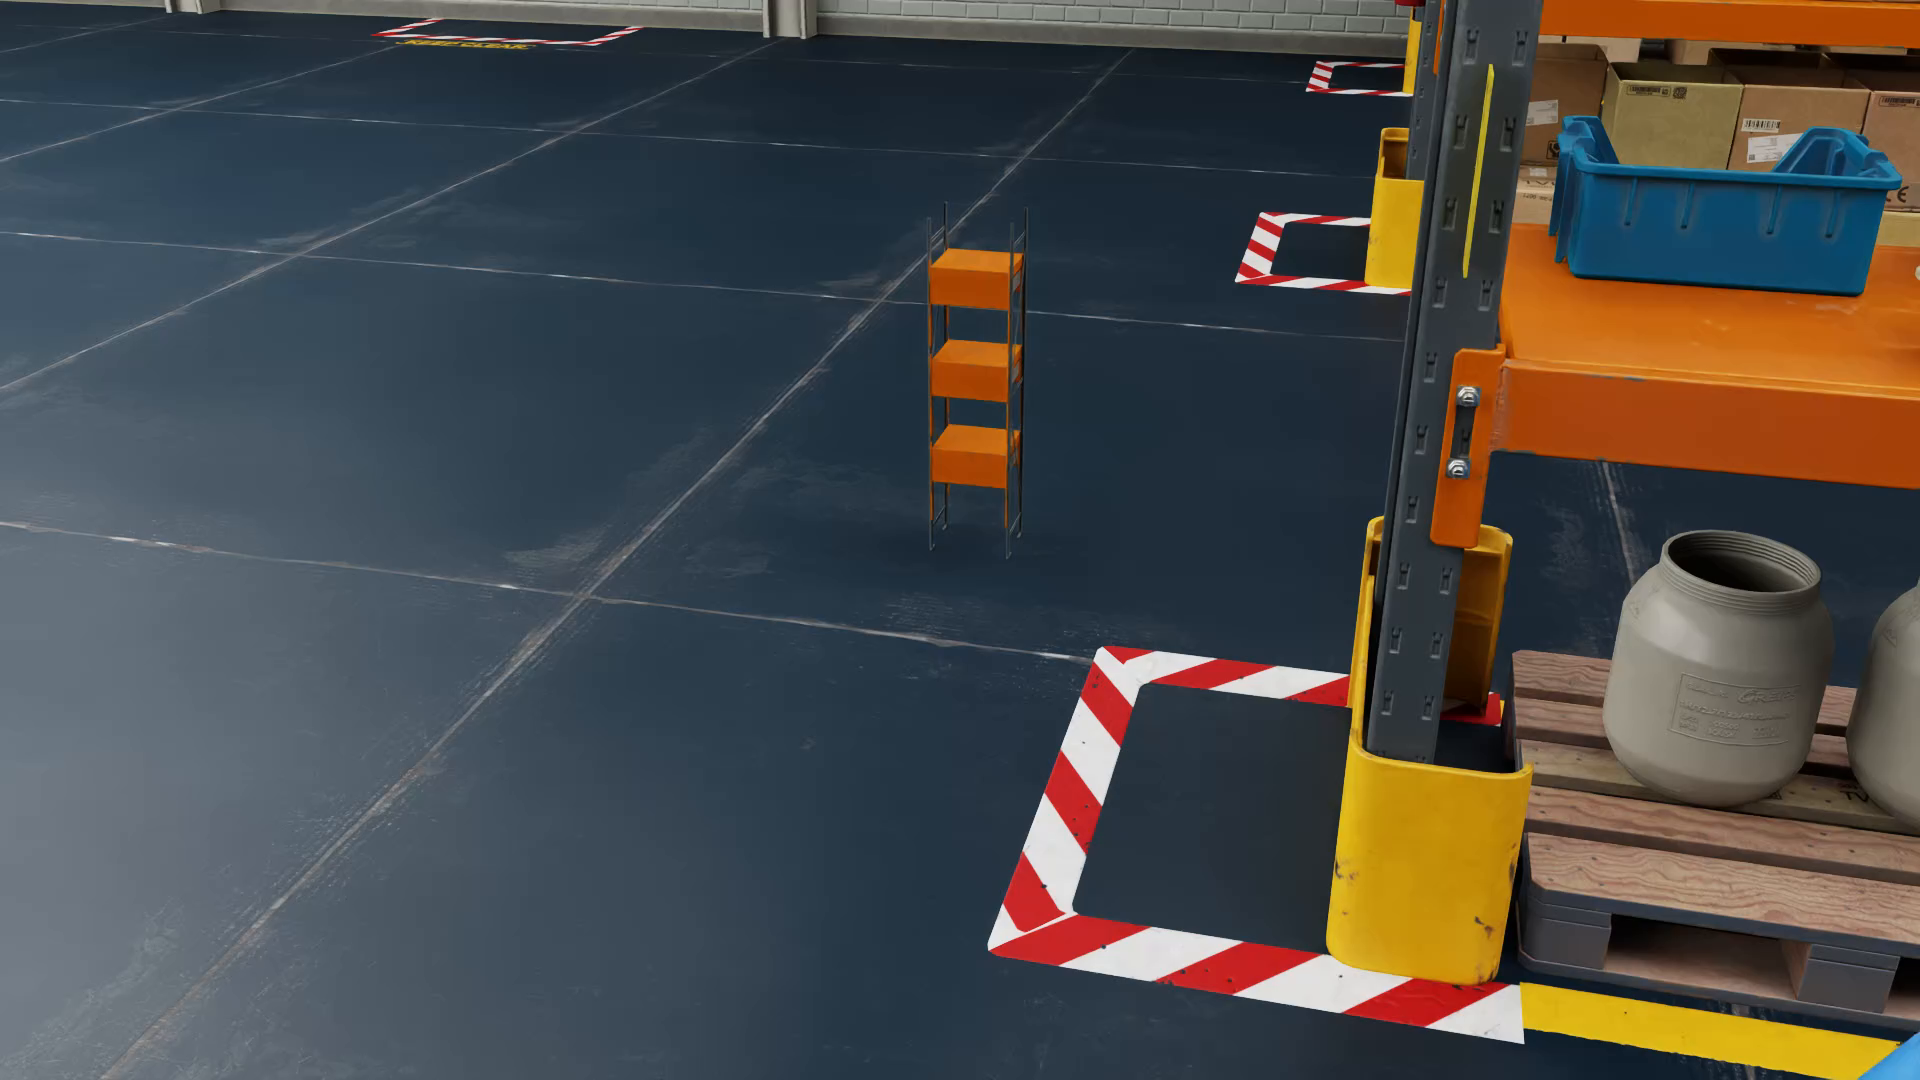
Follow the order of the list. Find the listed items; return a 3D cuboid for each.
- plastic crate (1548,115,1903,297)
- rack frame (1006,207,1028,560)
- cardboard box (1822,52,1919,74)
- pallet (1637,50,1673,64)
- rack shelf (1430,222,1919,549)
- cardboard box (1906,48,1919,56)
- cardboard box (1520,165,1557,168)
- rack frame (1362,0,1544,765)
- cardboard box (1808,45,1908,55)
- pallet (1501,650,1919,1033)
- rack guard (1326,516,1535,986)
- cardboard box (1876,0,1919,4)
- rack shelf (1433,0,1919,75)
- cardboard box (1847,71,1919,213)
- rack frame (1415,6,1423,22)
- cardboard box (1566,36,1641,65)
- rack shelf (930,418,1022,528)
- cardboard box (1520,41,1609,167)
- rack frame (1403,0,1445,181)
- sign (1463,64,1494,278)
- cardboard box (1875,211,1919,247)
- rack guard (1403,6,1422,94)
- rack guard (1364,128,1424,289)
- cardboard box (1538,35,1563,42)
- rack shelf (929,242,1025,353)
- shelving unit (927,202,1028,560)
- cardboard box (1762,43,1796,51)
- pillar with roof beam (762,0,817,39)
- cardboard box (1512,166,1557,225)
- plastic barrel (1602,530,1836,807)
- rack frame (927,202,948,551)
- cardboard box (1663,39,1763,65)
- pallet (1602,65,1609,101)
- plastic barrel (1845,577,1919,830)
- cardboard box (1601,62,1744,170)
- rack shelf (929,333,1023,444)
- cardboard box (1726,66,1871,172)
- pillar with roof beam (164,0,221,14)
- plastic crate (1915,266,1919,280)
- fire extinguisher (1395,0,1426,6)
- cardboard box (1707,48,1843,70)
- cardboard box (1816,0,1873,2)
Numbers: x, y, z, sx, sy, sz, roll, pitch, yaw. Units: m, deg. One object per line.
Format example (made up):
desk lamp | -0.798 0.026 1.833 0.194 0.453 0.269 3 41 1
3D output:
plastic crate | 1.537 -0.701 3.406 0.616 0.251 0.499 6 26 13
rack frame | 0.170 -0.455 4.985 0.008 1.050 0.200 6 26 13
cardboard box | 4.264 -1.957 7.709 0.500 0.500 0.500 6 26 13
pallet | 5.474 -3.321 11.981 1.213 0.211 1.003 6 26 13
rack shelf | 2.914 -0.158 2.930 4.000 0.370 1.077 6 26 13
cardboard box | 6.793 -3.358 11.597 0.250 0.166 0.380 3 26 6
cardboard box | 2.808 -1.773 8.194 0.500 0.250 0.500 6 26 13
rack frame | 0.978 -0.697 3.225 0.127 3.000 1.000 6 26 13
cardboard box | 6.304 -3.558 11.630 0.500 0.500 0.500 4 26 9
pallet | 1.848 0.639 3.661 1.213 0.211 1.003 6 26 13
rack guard | 1.063 0.420 3.787 0.348 0.500 1.175 6 26 13
cardboard box | 4.164 -2.584 7.072 0.500 0.500 0.700 7 26 15
rack shelf | 4.152 -2.220 7.261 4.000 0.370 1.077 6 26 13
cardboard box | 4.131 -1.734 7.241 0.500 0.500 0.500 6 26 13
rack frame | 3.445 -4.822 11.888 0.127 3.000 1.000 6 26 13
cardboard box | 4.645 -3.634 12.009 0.500 0.311 0.500 9 27 17
rack shelf | 0.052 -0.208 5.136 0.240 0.259 0.215 6 26 13
cardboard box | 2.808 -2.112 8.035 0.500 0.500 0.500 6 26 13
rack frame | 2.215 -2.759 7.556 0.127 3.000 1.000 6 26 13
sign | 0.836 -0.594 2.686 0.005 0.325 0.100 6 26 13
cardboard box | 4.131 -1.396 7.403 0.500 0.250 0.500 6 26 13
rack guard | 3.518 -3.685 12.409 0.348 0.500 1.175 6 26 13
rack guard | 2.192 -1.633 8.099 0.348 0.500 1.175 6 26 13
cardboard box | 4.093 -3.695 12.138 0.500 0.311 0.500 3 26 7
rack shelf | 0.052 -0.715 4.895 0.240 0.259 0.215 6 26 13
shelving unit | 0.052 -0.468 5.012 0.252 1.050 0.215 6 26 13
cardboard box | 5.775 -3.485 11.884 0.250 0.149 0.380 4 26 9
pillar with roof beam | -2.545 -6.666 8.783 0.400 9.000 9.100 6 26 13
cardboard box | 2.679 -1.557 7.742 0.500 0.250 0.500 6 26 13
plastic barrel | 1.634 0.275 3.589 0.421 0.512 0.421 0 25 0
rack frame | -0.066 -0.481 5.040 0.008 1.050 0.200 6 26 13
cardboard box | 5.343 -3.620 11.760 0.500 0.500 0.700 5 26 10
pallet | 4.296 -3.453 12.257 1.213 0.211 1.003 6 26 13
plastic barrel | 2.119 0.329 3.476 0.421 0.512 0.421 0 25 0
cardboard box | 3.163 -1.843 7.470 0.500 0.500 0.500 6 26 13
rack shelf | 0.052 -0.459 5.017 0.240 0.259 0.215 6 26 13
cardboard box | 3.651 -1.795 7.368 0.500 0.500 0.500 6 26 13
pillar with roof beam | -8.356 -7.308 10.132 0.400 9.000 9.100 6 26 13
plastic crate | 1.764 -0.349 2.799 0.250 0.136 0.298 6 26 13
fire extinguisher | 2.216 -2.930 8.005 0.183 0.674 0.296 6 26 13
cardboard box | 3.780 -2.011 7.823 0.500 0.500 0.500 6 26 13
cardboard box | 3.653 -2.639 7.188 0.500 0.500 0.700 6 26 13
